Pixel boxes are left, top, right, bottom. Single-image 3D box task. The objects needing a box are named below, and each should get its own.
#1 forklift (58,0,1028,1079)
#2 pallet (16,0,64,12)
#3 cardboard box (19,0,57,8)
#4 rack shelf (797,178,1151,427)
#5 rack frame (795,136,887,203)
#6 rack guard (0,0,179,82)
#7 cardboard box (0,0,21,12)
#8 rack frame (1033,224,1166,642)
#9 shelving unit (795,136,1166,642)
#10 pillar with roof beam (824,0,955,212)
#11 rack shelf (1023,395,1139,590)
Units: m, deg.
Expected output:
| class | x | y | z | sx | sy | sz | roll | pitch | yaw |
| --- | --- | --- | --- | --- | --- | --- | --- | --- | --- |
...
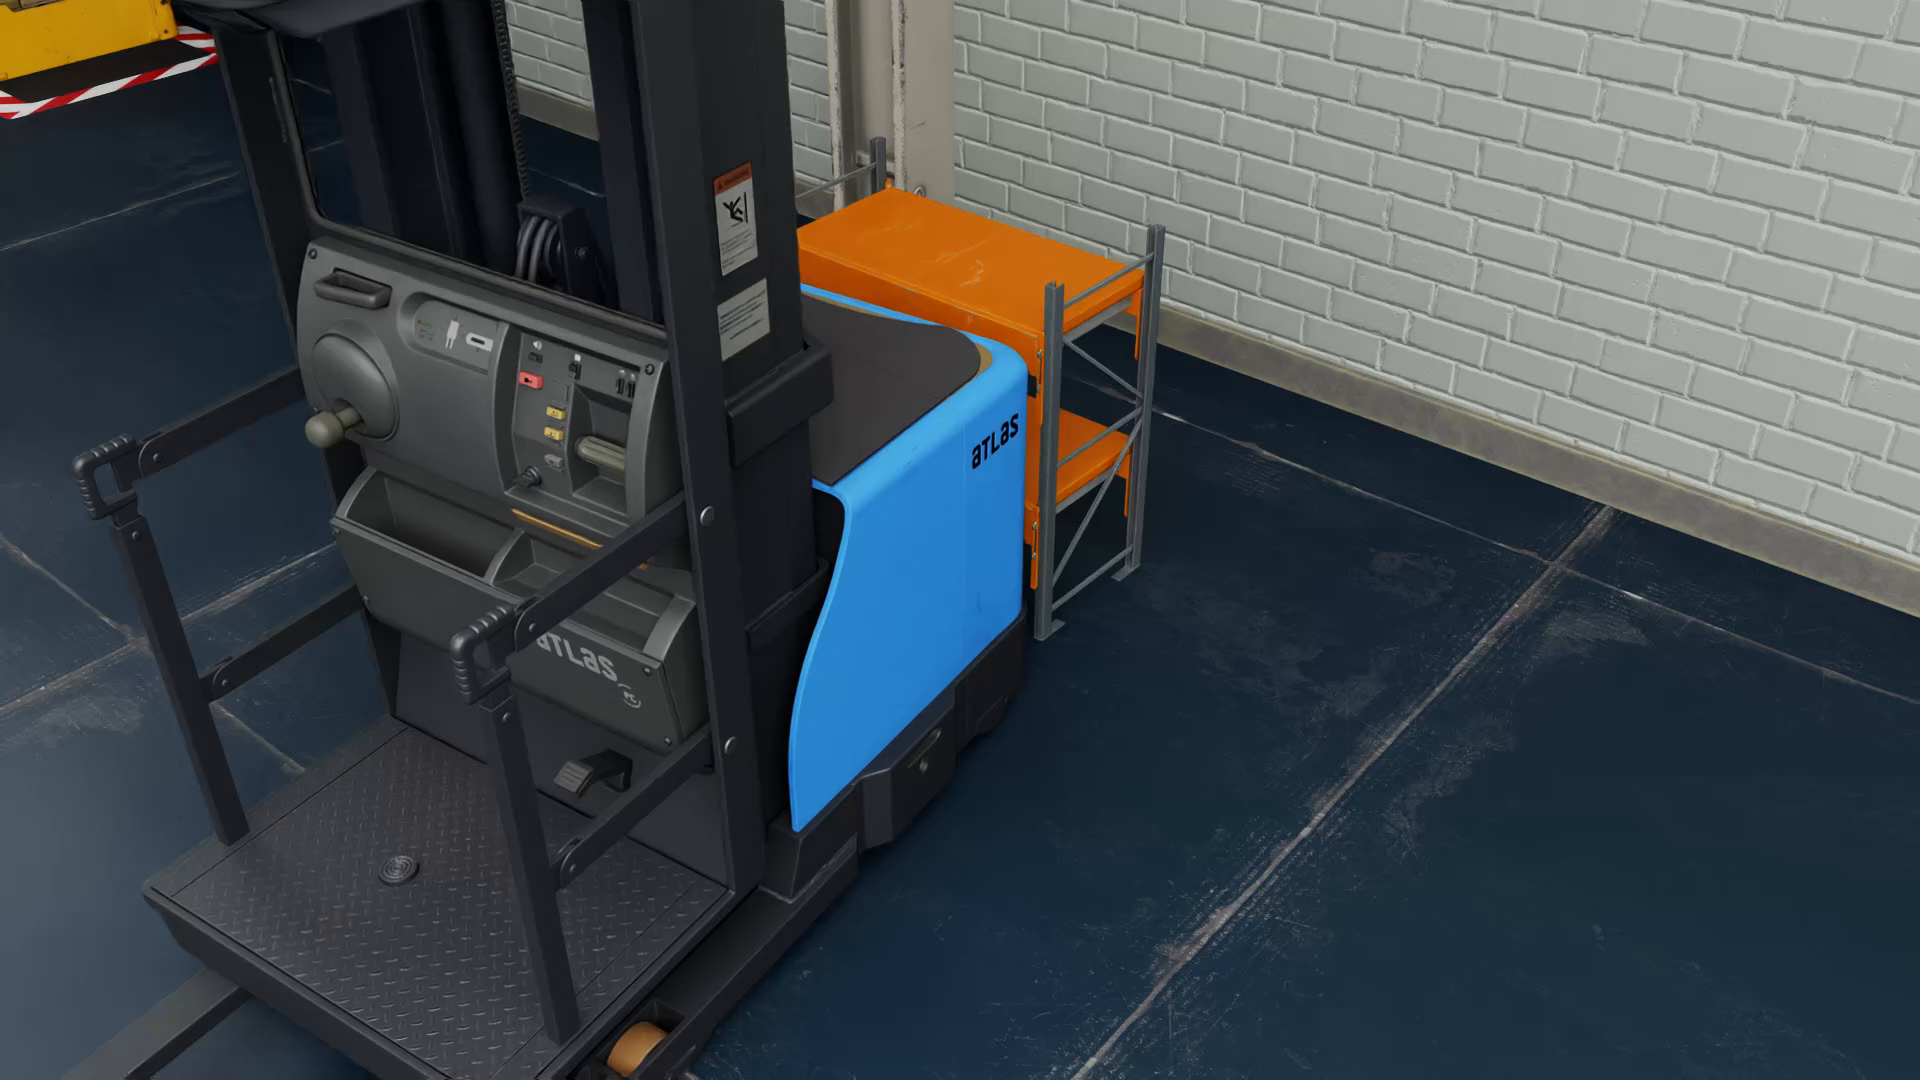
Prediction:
| class | x | y | z | sx | sy | sz | roll | pitch | yaw |
| --- | --- | --- | --- | --- | --- | --- | --- | --- | --- |
| forklift | -1.039 | -0.233 | 3.000 | 1.130 | 2.935 | 3.031 | 20 | 39 | 26 |
| pallet | -5.536 | -3.022 | 9.463 | 1.213 | 0.211 | 1.003 | 25 | 42 | 32 |
| cardboard box | -5.174 | -3.215 | 9.340 | 0.500 | 0.250 | 0.500 | 25 | 42 | 32 |
| rack shelf | -0.005 | -0.707 | 4.769 | 1.000 | 0.278 | 0.538 | 25 | 42 | 32 |
| rack frame | -0.396 | -0.650 | 5.203 | 0.032 | 1.125 | 0.500 | 25 | 42 | 32 |
| rack guard | -4.903 | -2.873 | 8.992 | 0.348 | 0.500 | 1.175 | 25 | 42 | 32 |
| cardboard box | -5.485 | -2.985 | 9.004 | 0.500 | 0.250 | 0.500 | 26 | 42 | 32 |
| rack frame | 0.385 | -0.282 | 4.667 | 0.032 | 1.125 | 0.500 | 25 | 42 | 32 |
| shelving unit | -0.005 | -0.466 | 4.935 | 1.048 | 1.125 | 0.538 | 25 | 42 | 32 |
| pillar with roof beam | -3.023 | -2.983 | 1.645 | 0.400 | 9.000 | 9.100 | 25 | 42 | 32 |
| rack shelf | -0.005 | -0.265 | 5.074 | 1.000 | 0.278 | 0.538 | 25 | 42 | 32 |
